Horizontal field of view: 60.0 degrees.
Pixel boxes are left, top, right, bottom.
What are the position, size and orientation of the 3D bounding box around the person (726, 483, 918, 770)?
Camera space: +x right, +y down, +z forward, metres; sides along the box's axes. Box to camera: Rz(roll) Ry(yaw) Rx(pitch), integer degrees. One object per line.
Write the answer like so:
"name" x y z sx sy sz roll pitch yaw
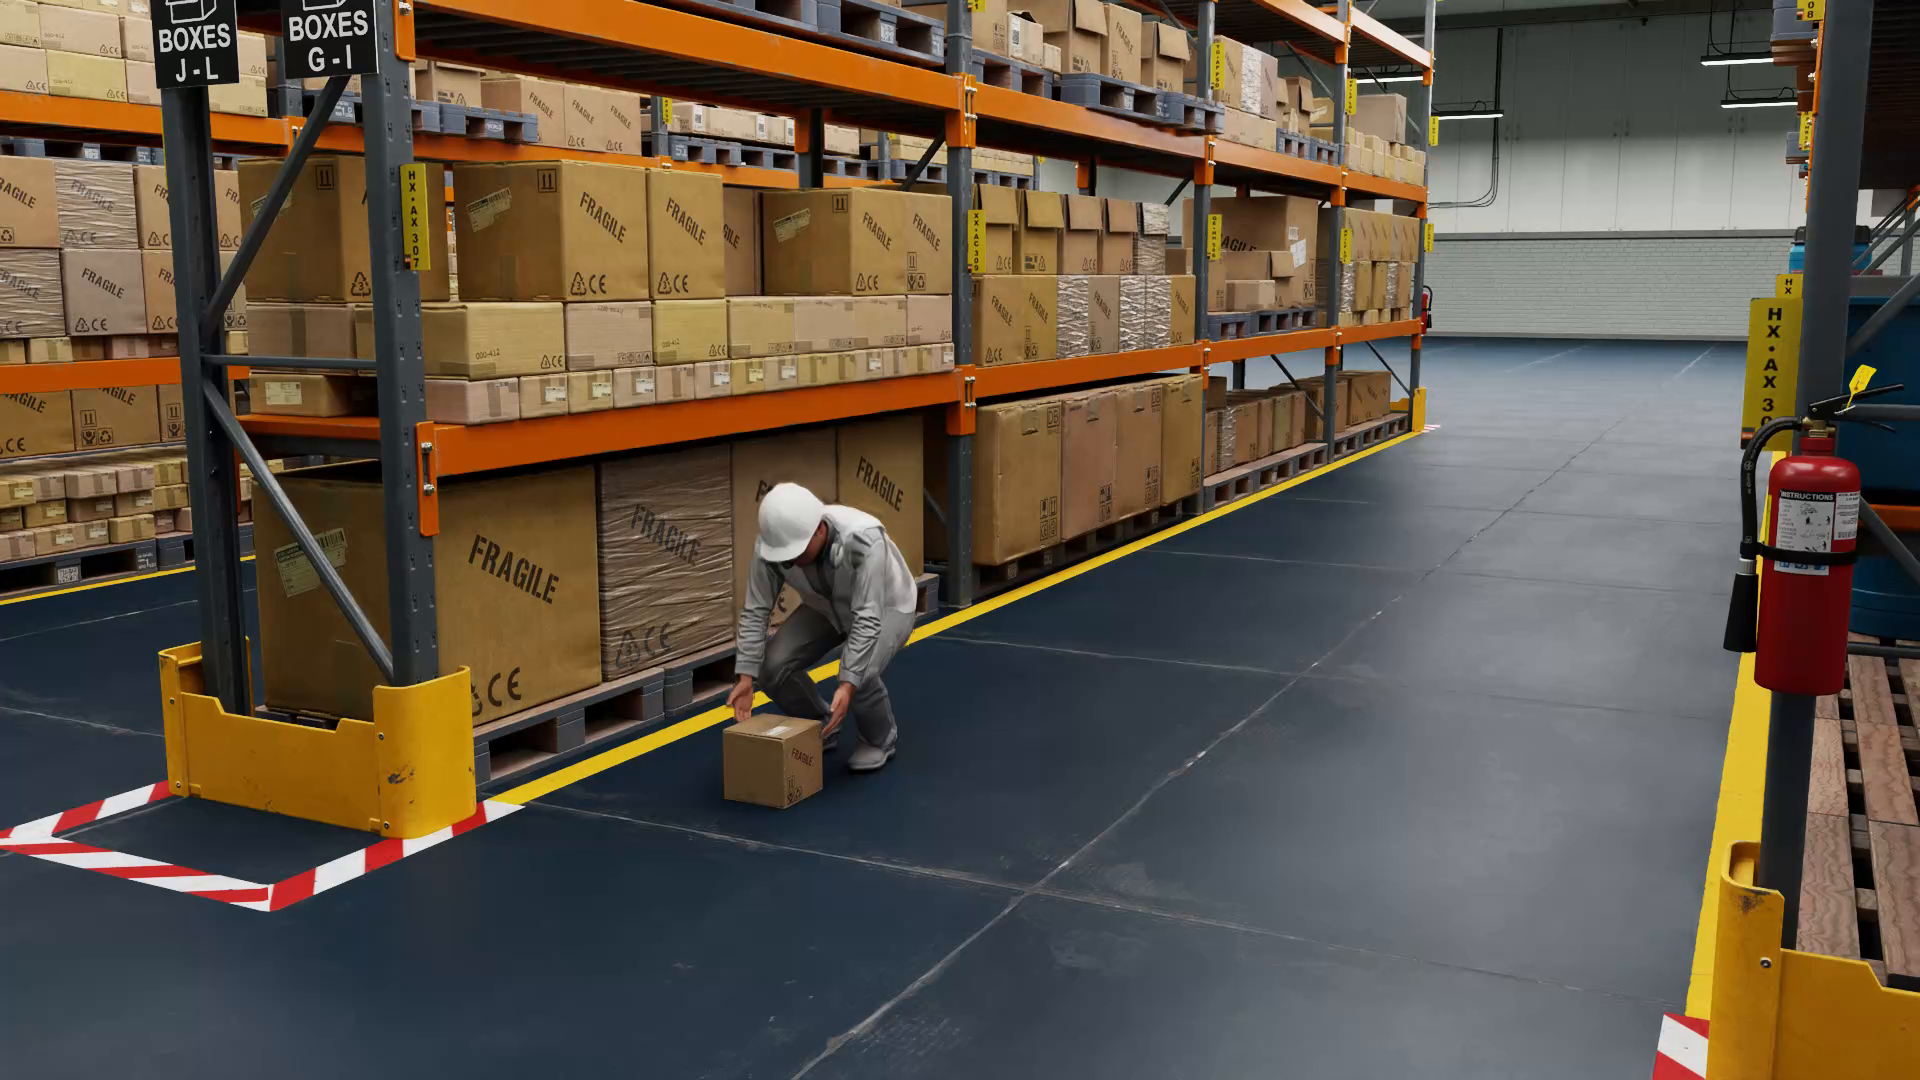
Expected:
"person" -0.461 0.303 6.041 0.559 1.098 0.882 4 10 26
